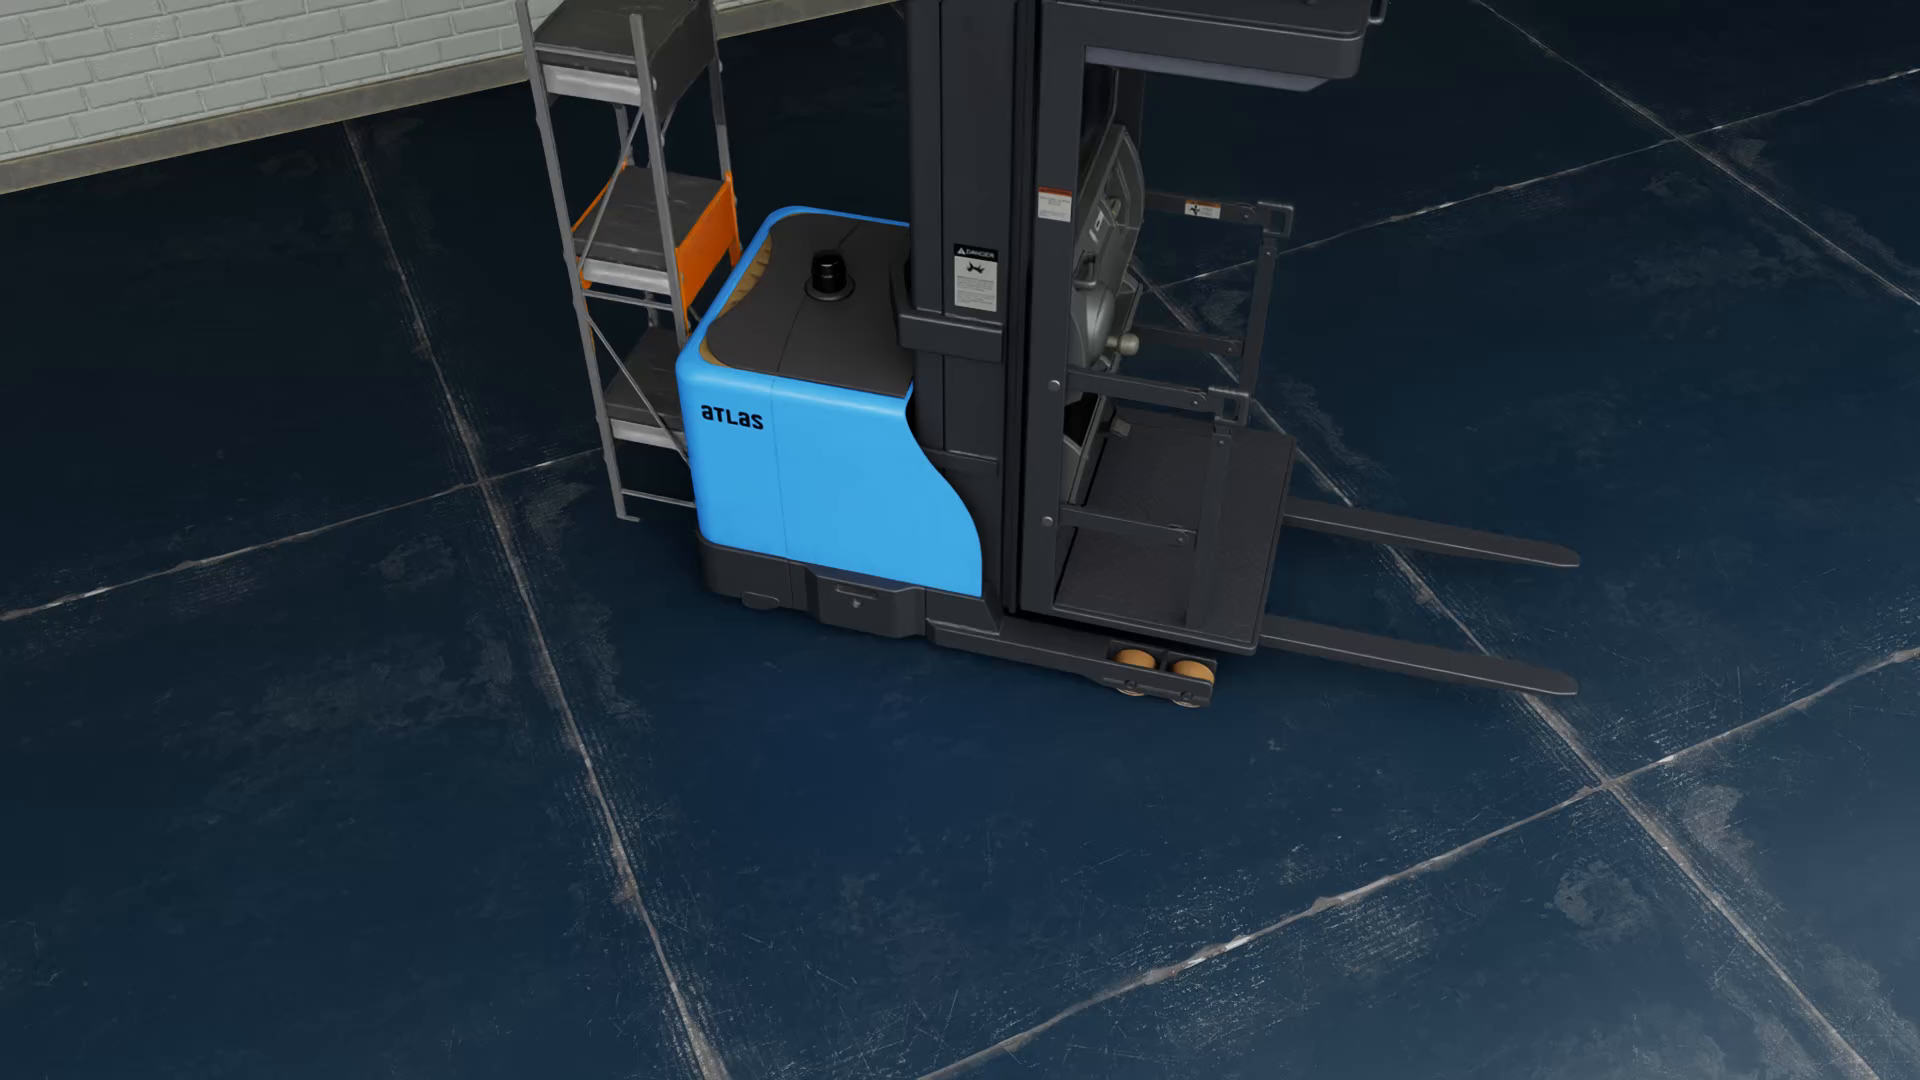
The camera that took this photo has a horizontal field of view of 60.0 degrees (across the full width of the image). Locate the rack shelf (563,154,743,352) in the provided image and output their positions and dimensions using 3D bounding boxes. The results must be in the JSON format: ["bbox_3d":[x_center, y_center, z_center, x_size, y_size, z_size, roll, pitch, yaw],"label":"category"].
[{"bbox_3d":[-1.043,-0.953,5.740,0.431,0.518,0.480,11,46,11],"label":"rack shelf"}]

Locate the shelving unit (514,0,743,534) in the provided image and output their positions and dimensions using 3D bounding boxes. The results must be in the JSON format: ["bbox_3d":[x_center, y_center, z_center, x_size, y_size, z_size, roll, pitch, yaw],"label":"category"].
[{"bbox_3d":[-1.043,-0.963,5.730,0.431,2.100,0.503,11,46,11],"label":"shelving unit"}]

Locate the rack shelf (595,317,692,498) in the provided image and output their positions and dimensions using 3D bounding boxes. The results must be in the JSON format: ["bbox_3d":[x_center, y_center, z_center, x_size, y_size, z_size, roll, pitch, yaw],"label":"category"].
[{"bbox_3d":[-1.043,-0.454,6.231,0.431,0.518,0.480,11,46,11],"label":"rack shelf"}]

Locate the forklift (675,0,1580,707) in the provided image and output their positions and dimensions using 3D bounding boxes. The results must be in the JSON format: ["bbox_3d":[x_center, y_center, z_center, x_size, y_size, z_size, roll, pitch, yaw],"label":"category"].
[{"bbox_3d":[0.643,-0.890,5.065,3.031,2.935,1.130,11,46,11],"label":"forklift"}]

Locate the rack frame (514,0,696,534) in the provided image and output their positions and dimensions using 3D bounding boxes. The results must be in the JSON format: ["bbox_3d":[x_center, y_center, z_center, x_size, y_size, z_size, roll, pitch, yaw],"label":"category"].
[{"bbox_3d":[-1.111,-0.799,5.563,0.400,2.100,0.015,11,46,11],"label":"rack frame"}]

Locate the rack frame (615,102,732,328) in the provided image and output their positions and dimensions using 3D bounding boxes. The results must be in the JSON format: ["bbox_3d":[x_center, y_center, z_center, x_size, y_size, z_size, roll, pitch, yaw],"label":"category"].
[{"bbox_3d":[-0.976,-1.127,5.897,0.400,2.100,0.015,11,46,11],"label":"rack frame"}]

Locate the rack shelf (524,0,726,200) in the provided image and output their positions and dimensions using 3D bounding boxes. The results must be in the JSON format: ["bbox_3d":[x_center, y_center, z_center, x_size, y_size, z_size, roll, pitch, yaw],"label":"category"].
[{"bbox_3d":[-1.043,-1.452,5.249,0.431,0.518,0.480,11,46,11],"label":"rack shelf"}]
